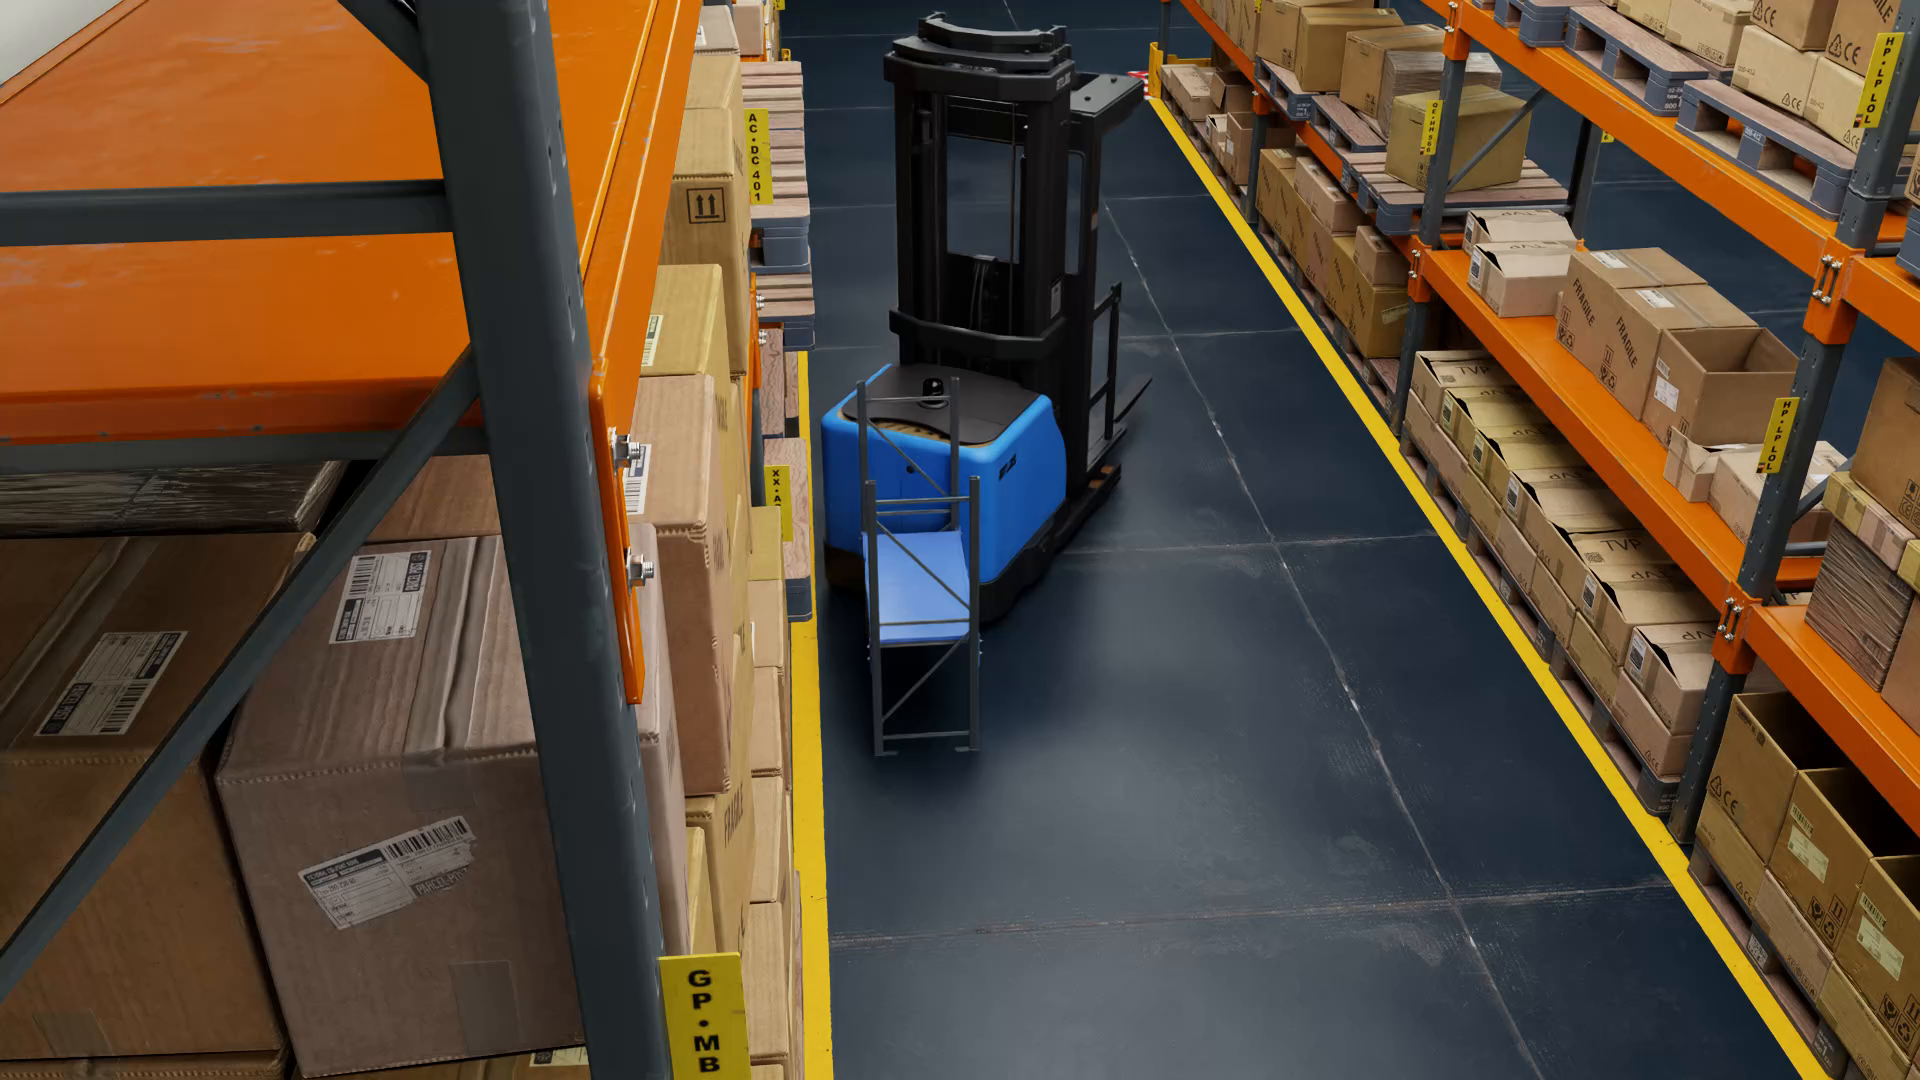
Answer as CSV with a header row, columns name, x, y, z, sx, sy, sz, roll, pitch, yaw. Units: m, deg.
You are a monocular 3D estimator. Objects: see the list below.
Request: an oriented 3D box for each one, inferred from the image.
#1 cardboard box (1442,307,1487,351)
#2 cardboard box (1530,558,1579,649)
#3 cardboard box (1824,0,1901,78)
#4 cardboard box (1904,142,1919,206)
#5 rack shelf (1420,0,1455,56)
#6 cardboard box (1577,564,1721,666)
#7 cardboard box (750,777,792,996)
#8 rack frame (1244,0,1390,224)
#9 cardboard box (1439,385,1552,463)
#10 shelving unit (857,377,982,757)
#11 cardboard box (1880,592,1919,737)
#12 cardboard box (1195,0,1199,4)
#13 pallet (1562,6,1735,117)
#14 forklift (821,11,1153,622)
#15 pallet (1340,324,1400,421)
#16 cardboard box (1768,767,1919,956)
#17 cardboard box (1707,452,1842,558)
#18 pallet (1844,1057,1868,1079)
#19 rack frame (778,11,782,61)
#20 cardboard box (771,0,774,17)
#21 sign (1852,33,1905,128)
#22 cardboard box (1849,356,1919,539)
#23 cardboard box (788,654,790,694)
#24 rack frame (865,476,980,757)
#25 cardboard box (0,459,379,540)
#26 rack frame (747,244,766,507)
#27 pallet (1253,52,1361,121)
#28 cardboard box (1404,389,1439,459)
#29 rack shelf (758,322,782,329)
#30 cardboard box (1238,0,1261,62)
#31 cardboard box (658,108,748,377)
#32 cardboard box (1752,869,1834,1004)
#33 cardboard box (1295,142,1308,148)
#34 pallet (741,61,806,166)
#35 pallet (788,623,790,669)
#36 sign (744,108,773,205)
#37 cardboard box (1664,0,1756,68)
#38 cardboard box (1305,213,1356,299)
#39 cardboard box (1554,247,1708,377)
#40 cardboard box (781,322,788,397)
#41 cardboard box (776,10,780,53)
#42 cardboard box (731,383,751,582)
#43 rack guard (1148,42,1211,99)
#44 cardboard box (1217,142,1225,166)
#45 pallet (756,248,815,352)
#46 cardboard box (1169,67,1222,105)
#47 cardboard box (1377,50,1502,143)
name,x,y,z,sx,sy,sz,roll,pitch,yaw
cardboard box,3.581,-1.375,11.136,0.500,0.500,0.500,-1,31,-2
cardboard box,3.292,0.312,8.575,0.500,0.250,0.500,-2,31,-3
cardboard box,3.694,-2.014,6.276,0.500,0.500,0.500,-2,31,-4
cardboard box,3.497,-1.273,5.387,0.500,0.500,0.500,0,31,-1
rack shelf,3.152,-4.014,11.321,1.077,0.370,4.000,-3,31,-5
cardboard box,3.335,0.330,7.998,0.500,0.311,0.500,-2,31,-3
cardboard box,-0.729,1.006,4.536,0.500,0.500,0.500,-2,31,-3
rack frame,2.965,-4.056,13.615,1.000,3.000,0.127,-3,31,-5
cardboard box,3.153,-0.705,9.730,0.500,0.311,0.500,-3,31,-6
shelving unit,-0.209,0.122,8.083,0.538,1.500,1.048,-3,31,-4
cardboard box,3.816,0.481,5.922,0.700,0.500,0.500,-3,31,-5
cardboard box,2.468,-5.382,15.738,0.500,0.500,0.500,-3,31,-5
pallet,3.599,-2.307,7.947,1.003,0.211,1.213,-1,31,-2
forklift,0.341,-1.555,9.494,1.130,2.935,3.031,14,34,22
pallet,3.307,-1.199,11.552,1.003,0.211,1.213,-3,31,-5
cardboard box,3.499,1.214,6.334,0.500,0.500,0.500,-3,31,-5
cardboard box,3.623,-0.156,7.233,0.500,0.250,0.500,-1,31,-1
pallet,3.862,2.258,5.764,1.003,0.211,1.213,-3,31,-5
rack frame,-2.340,-5.859,16.633,1.000,3.000,0.127,-3,31,-5
cardboard box,-1.668,-4.091,12.536,0.500,0.250,0.500,-2,31,-3
sign,3.173,-1.585,5.742,0.100,0.325,0.005,-3,31,-5
cardboard box,3.760,-0.345,6.040,0.700,0.500,0.500,-3,31,-4
cardboard box,-0.873,0.551,6.029,0.500,0.250,0.500,-3,31,-4
rack frame,-0.163,0.382,7.649,0.500,1.500,0.032,-3,31,-4
cardboard box,-1.208,0.056,2.714,0.500,0.500,0.500,-1,31,-2
rack frame,-1.219,0.268,6.376,1.000,3.000,0.127,-3,31,-5
pallet,2.931,-3.560,12.972,1.003,0.211,1.213,-3,31,-5
cardboard box,3.096,-0.732,10.322,0.500,0.250,0.500,-3,31,-5
rack shelf,-1.406,-0.444,8.270,1.077,0.370,4.000,-3,31,-5
cardboard box,2.663,-4.342,13.996,0.500,0.500,0.500,-2,31,-4
cardboard box,-0.781,-0.712,4.000,0.500,0.500,0.500,-4,31,-6
cardboard box,3.496,1.536,6.526,0.500,0.250,0.500,-3,31,-5
cardboard box,3.141,-3.315,14.568,0.500,0.311,0.500,-3,31,-5
pallet,-1.271,-1.789,7.078,1.213,0.211,1.003,-3,31,-5
pallet,-1.410,0.443,8.802,1.003,0.211,1.213,-3,31,-5
sign,-0.679,-1.272,5.525,0.100,0.325,0.005,-3,31,-5
cardboard box,3.595,-2.354,7.578,0.500,0.250,0.500,-5,31,-9
cardboard box,2.915,-2.127,12.395,0.500,0.500,0.500,-4,31,-6
cardboard box,3.512,-1.201,8.737,0.500,0.500,0.500,-4,31,-7
cardboard box,-1.531,-1.413,10.878,0.750,0.750,0.750,-3,31,-5
cardboard box,-2.064,-4.596,14.227,0.980,0.700,0.700,-4,31,-6
cardboard box,-0.766,-0.025,3.825,0.500,0.500,0.500,-1,31,-2
rack guard,2.599,-4.986,17.610,1.175,0.500,0.348,-3,31,-5
cardboard box,2.535,-3.487,15.013,0.380,0.149,0.250,-3,31,-5
pallet,-1.420,-1.333,9.244,1.213,0.211,1.003,-3,31,-5
cardboard box,2.407,-4.560,16.711,0.500,0.250,0.500,-3,31,-5
cardboard box,3.273,-3.029,11.389,0.700,0.500,0.500,3,31,5
